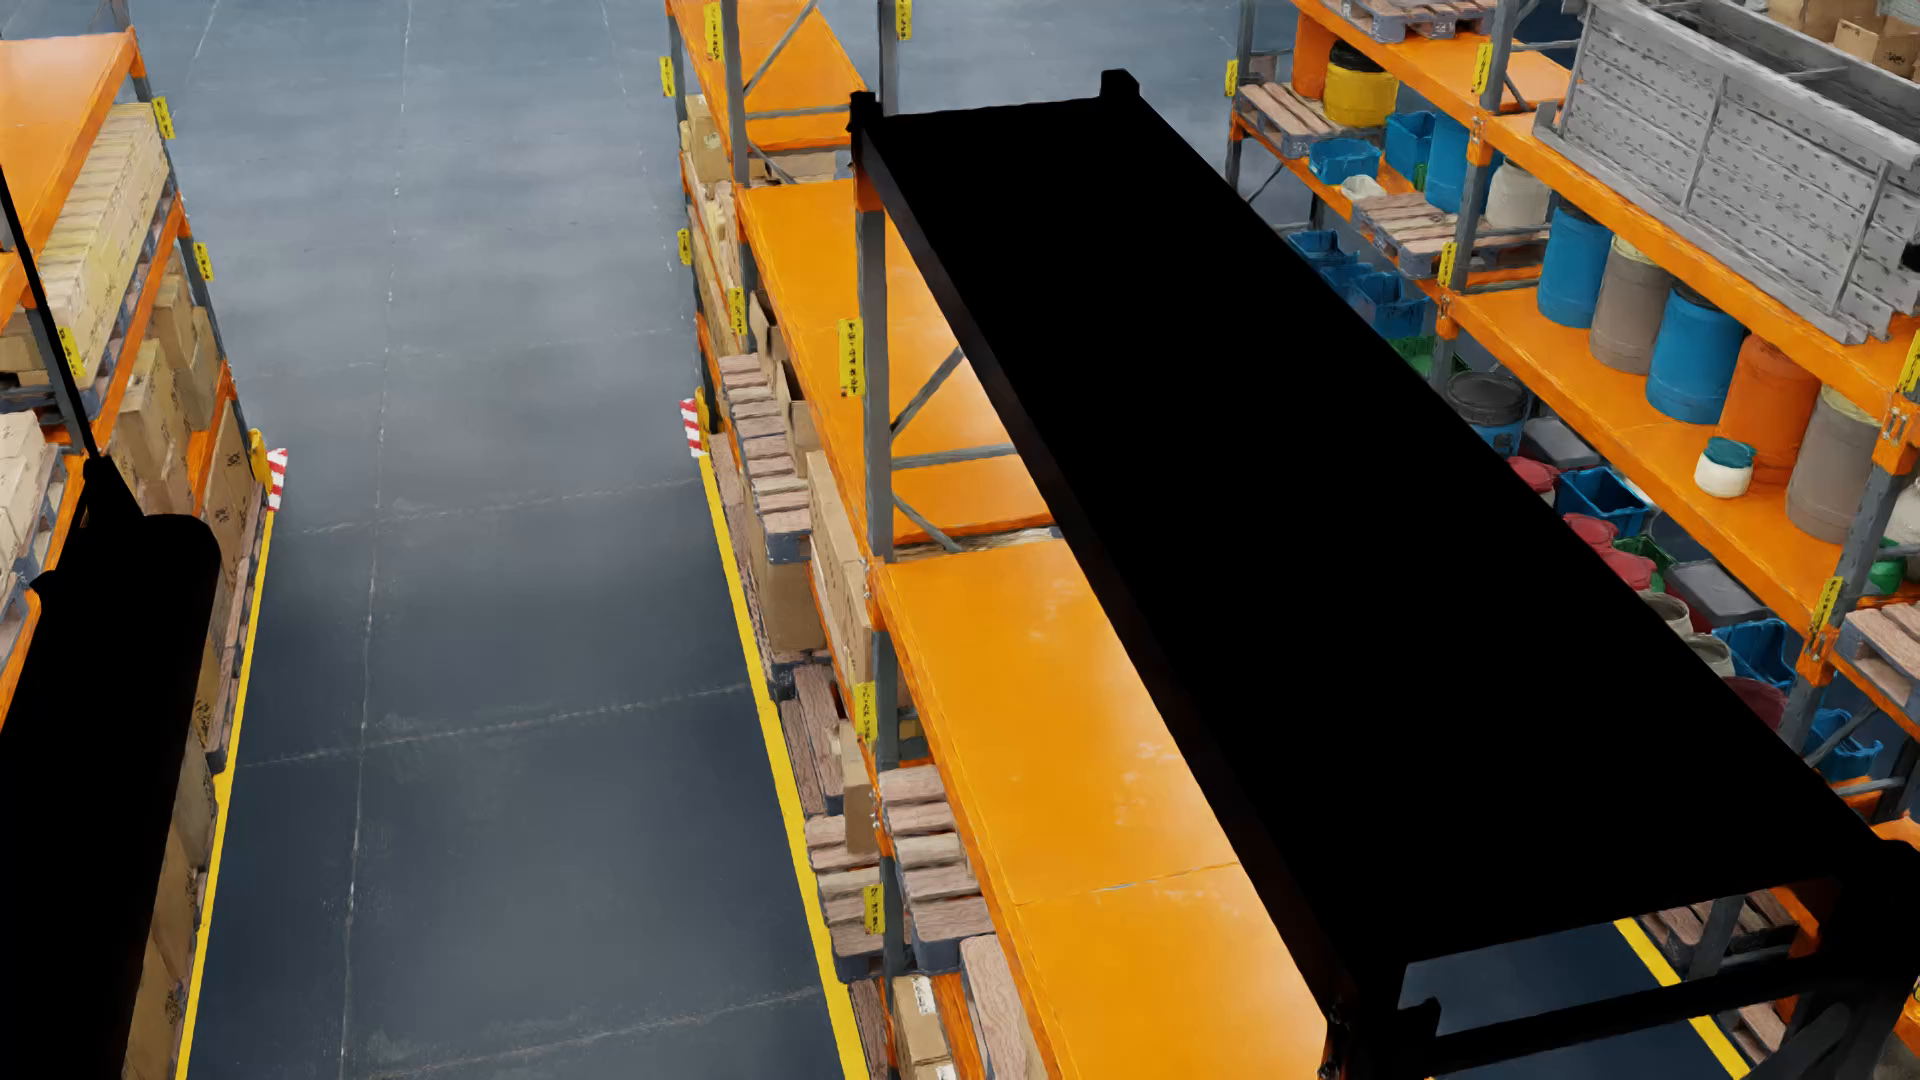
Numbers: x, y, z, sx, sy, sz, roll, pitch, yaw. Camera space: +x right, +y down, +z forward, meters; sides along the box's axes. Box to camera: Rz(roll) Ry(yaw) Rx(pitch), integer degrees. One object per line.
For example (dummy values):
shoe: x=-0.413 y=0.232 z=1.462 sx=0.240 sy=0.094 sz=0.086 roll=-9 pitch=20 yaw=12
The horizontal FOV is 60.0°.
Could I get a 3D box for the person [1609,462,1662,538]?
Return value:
person: x=5.366 y=-0.375 z=13.130 sx=0.677 sy=1.724 sz=0.569 roll=-9 pitch=35 yaw=-12
